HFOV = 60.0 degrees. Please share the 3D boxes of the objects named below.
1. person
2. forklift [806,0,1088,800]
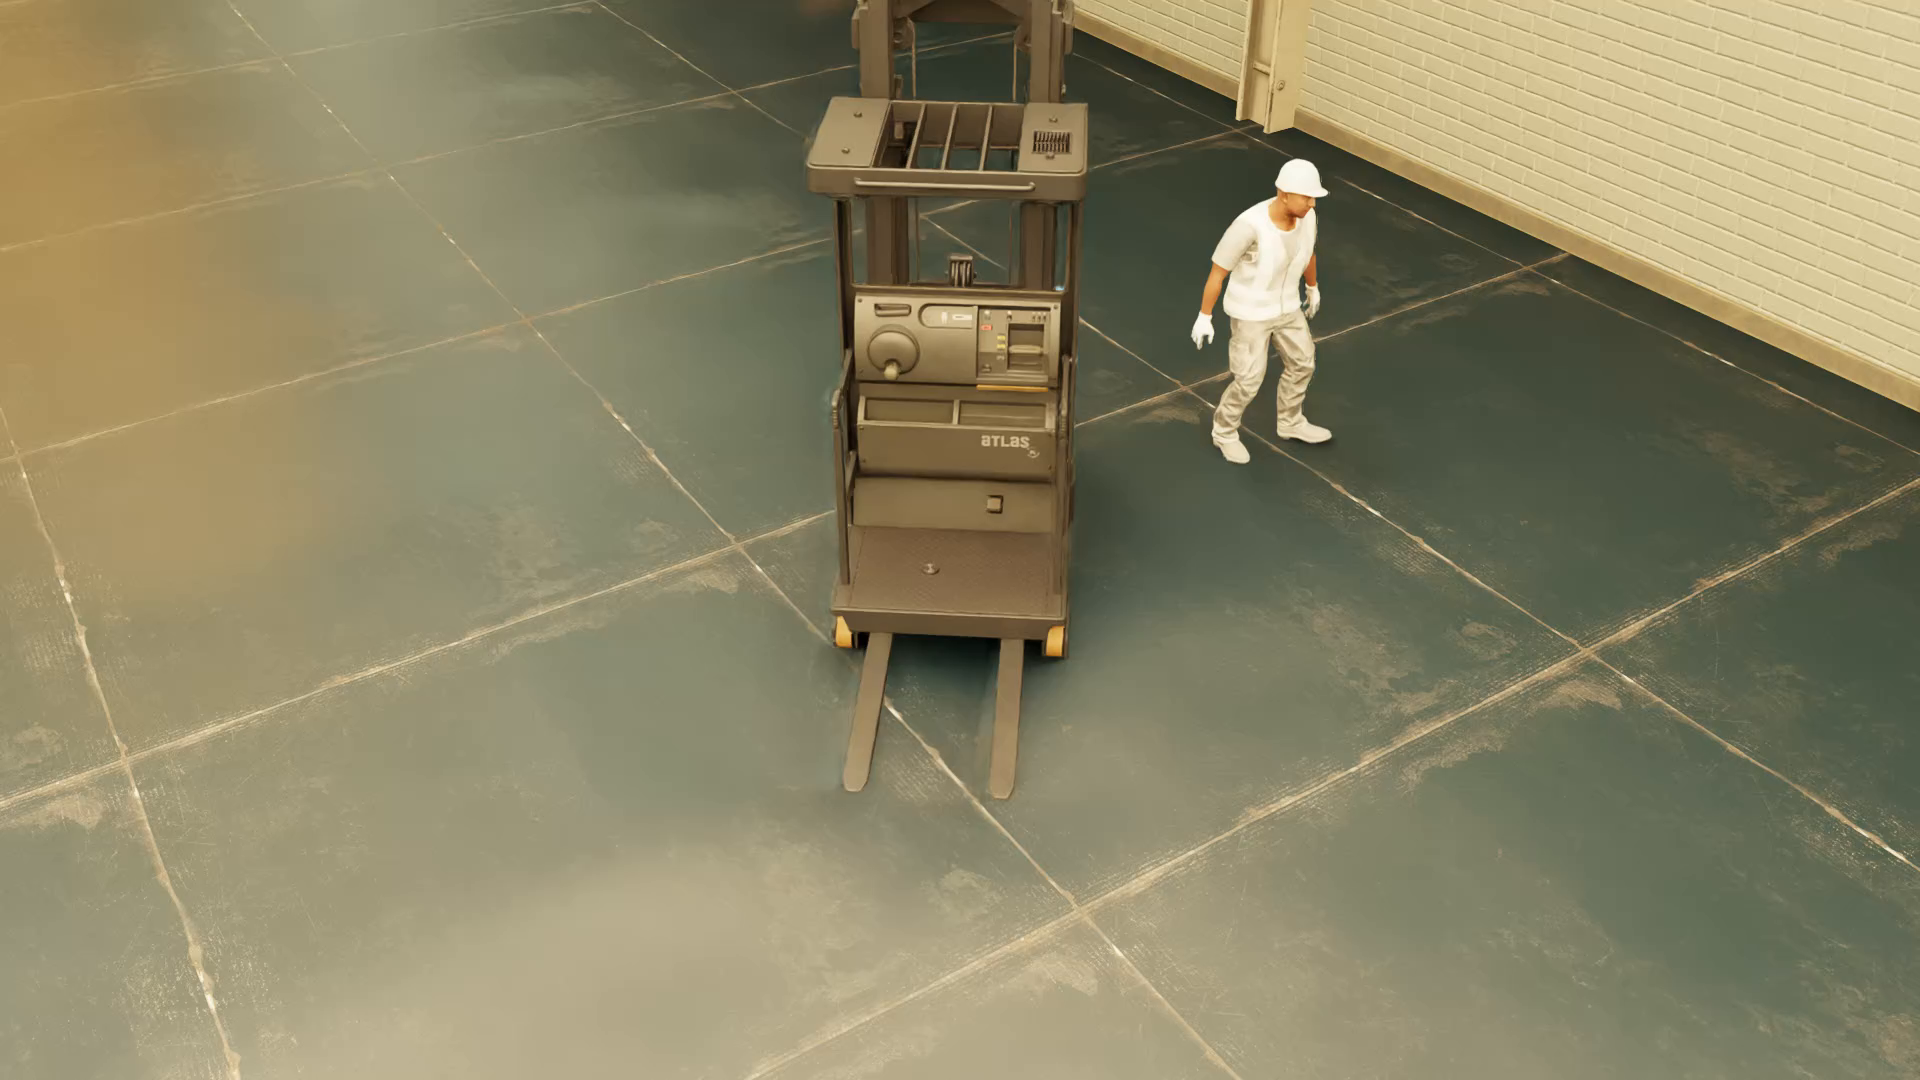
[{"bbox_3d":[1.674,-1.223,8.921,0.871,1.745,0.440,-20,40,-26],"label":"person"},{"bbox_3d":[-0.026,-0.840,7.343,1.130,2.935,3.031,2,35,3],"label":"forklift"}]
